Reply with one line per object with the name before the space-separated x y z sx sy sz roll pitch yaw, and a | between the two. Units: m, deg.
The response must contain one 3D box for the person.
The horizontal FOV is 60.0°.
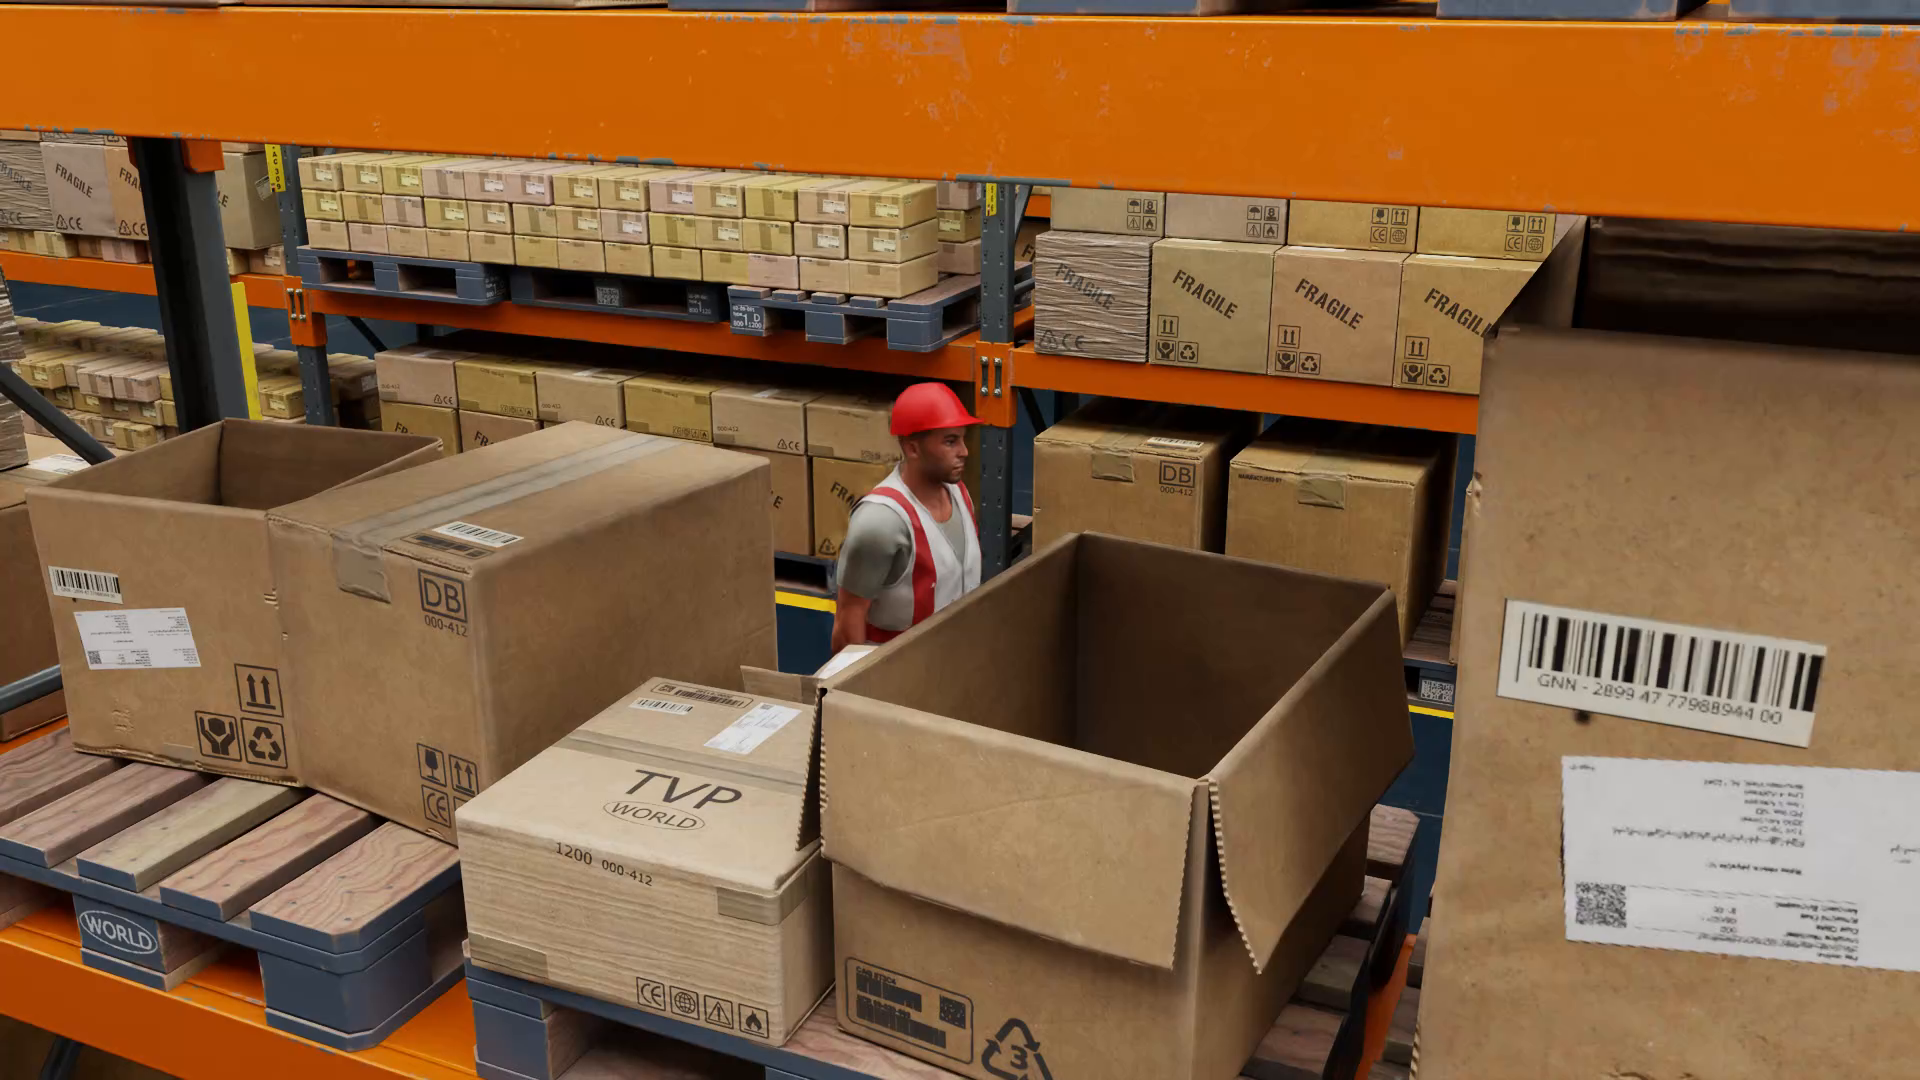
person | -0.130 0.390 4.891 1.046 1.752 0.540 9 21 25
